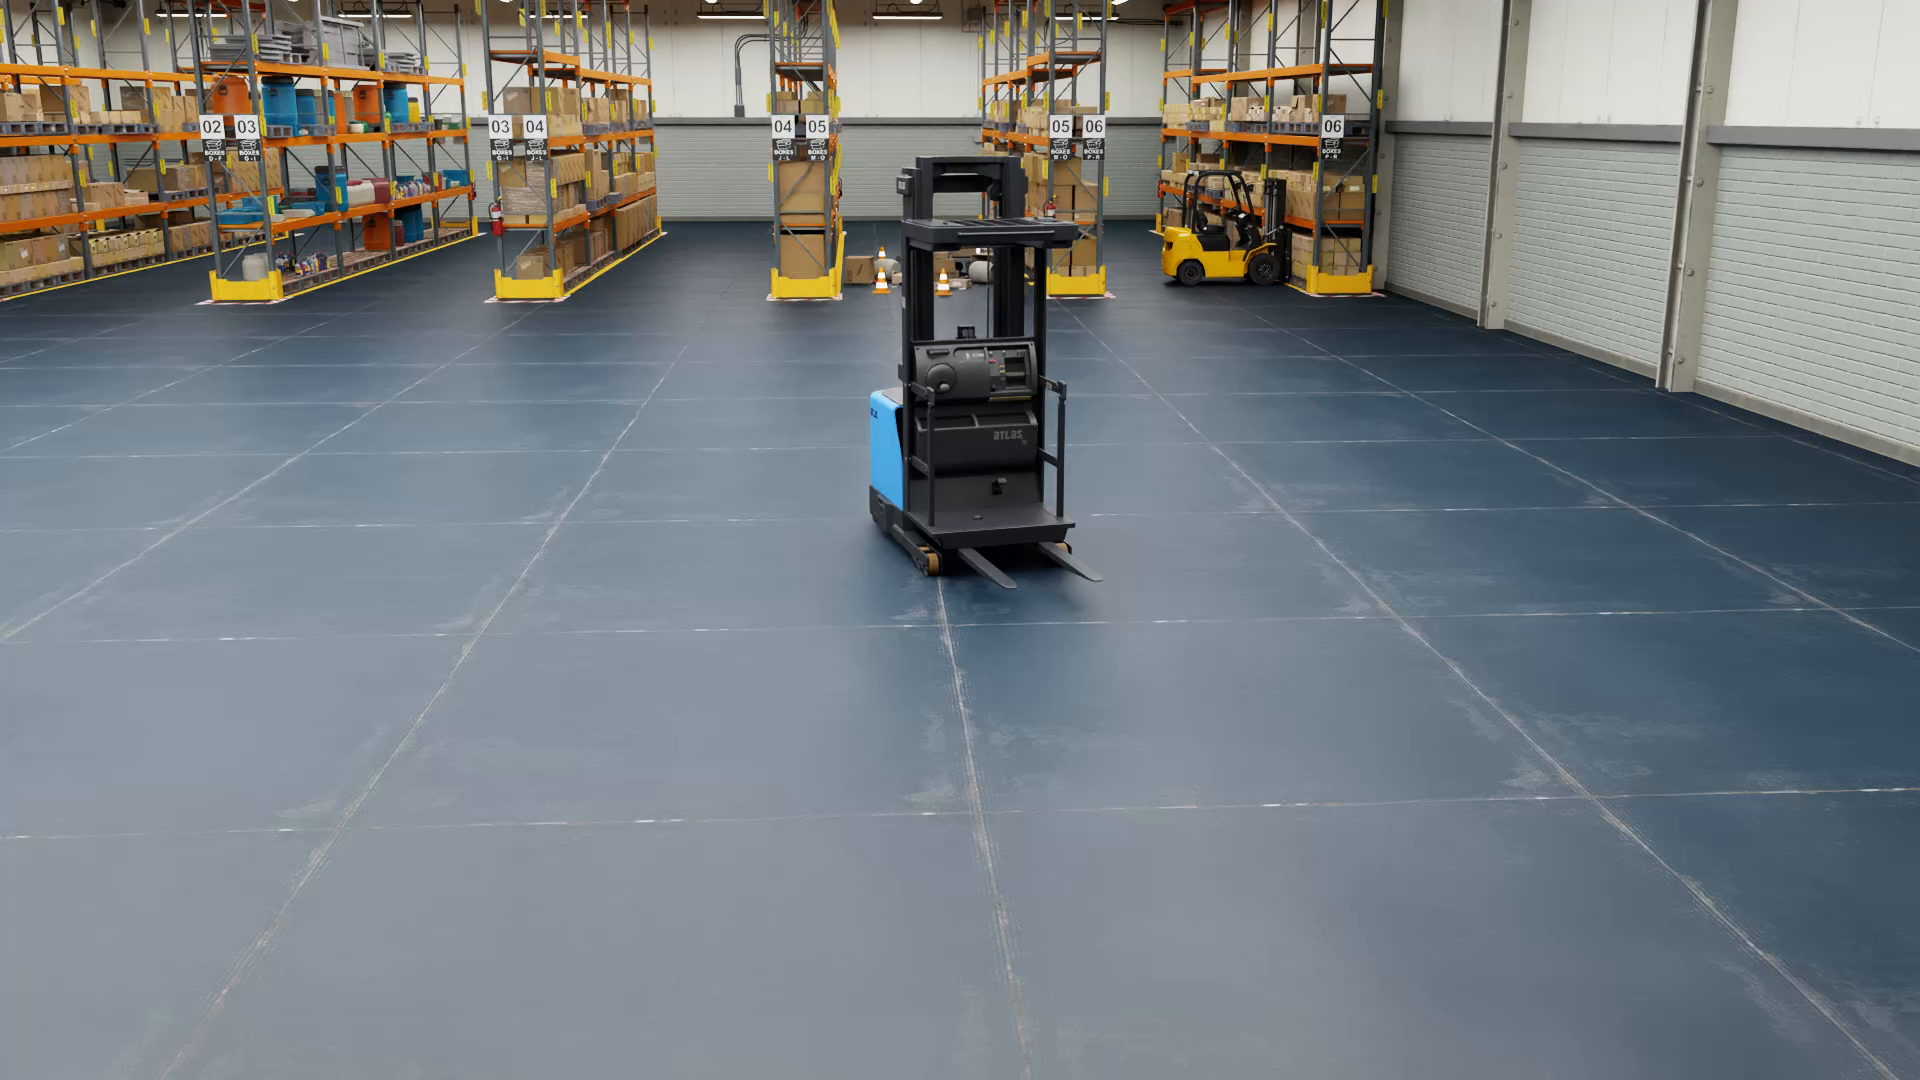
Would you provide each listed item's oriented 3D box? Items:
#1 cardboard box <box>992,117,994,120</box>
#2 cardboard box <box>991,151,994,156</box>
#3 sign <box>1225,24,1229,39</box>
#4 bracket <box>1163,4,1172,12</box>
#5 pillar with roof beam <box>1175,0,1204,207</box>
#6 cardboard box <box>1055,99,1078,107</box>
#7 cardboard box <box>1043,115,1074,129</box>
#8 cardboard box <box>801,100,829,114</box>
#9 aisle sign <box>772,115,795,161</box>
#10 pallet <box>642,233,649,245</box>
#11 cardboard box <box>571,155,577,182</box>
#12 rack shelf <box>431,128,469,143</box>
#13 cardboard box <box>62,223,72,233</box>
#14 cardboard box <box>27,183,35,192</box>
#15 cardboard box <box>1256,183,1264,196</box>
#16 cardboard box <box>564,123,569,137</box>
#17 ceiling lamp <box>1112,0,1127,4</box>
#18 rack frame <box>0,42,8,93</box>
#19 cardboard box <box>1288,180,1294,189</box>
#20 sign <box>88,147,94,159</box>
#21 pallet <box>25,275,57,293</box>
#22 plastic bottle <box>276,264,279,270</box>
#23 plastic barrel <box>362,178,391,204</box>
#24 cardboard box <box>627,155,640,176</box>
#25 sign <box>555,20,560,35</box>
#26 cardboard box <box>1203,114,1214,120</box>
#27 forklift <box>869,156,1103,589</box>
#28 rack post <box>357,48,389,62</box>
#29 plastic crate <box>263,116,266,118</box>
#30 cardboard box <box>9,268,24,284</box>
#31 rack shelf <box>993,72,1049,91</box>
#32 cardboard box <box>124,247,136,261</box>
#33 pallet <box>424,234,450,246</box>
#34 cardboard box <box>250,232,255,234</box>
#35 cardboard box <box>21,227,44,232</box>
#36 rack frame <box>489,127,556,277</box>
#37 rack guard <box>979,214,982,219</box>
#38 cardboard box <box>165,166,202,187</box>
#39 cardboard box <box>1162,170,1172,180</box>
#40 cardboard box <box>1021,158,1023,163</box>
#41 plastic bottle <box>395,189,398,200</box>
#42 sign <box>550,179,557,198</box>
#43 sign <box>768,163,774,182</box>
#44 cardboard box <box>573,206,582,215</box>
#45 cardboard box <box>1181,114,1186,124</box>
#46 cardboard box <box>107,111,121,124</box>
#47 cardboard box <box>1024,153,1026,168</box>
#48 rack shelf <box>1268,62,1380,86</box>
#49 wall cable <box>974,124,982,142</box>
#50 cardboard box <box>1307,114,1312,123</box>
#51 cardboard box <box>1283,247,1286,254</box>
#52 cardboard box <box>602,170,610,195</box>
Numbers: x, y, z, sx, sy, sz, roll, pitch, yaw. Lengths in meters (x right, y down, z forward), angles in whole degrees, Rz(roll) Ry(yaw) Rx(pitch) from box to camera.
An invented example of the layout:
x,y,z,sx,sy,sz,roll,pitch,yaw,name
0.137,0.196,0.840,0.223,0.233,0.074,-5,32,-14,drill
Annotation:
x,y,z,sx,sy,sz,roll,pitch,yaw,name
0.997,-10.775,42.089,0.396,0.266,0.258,0,14,-2,cardboard box
1.051,-9.627,42.215,0.500,0.500,0.500,-1,14,-4,cardboard box
6.016,-11.449,37.432,0.100,0.325,0.005,-1,14,-3,sign
6.267,-16.074,50.216,0.235,0.232,0.430,-1,14,-3,bracket
2.497,-13.577,47.735,9.100,9.000,0.548,-1,14,-3,pillar with roof beam
2.174,-9.092,34.781,0.500,0.250,0.500,-1,14,-5,cardboard box
1.798,-7.644,30.400,0.500,0.250,0.500,-1,14,-4,cardboard box
-2.609,-7.795,29.944,0.500,0.250,0.500,-1,14,-4,cardboard box
-3.130,-7.132,29.509,0.394,0.787,0.004,-1,14,-3,aisle sign
-8.504,-7.668,42.406,1.003,0.211,1.213,-1,14,-3,pallet
-7.675,-7.159,32.026,0.500,0.500,0.500,-1,14,-3,cardboard box
-13.603,-10.353,42.670,1.077,0.370,4.000,-1,14,-3,rack shelf
-23.409,-8.164,42.912,0.700,0.500,0.500,-1,14,-5,cardboard box
-17.600,-6.603,31.168,0.380,0.149,0.250,0,14,-2,cardboard box
6.519,-7.357,34.897,0.500,0.250,0.500,-1,14,-5,cardboard box
-7.666,-7.728,31.325,0.500,0.250,0.500,0,14,-2,cardboard box
4.168,-14.549,39.797,0.800,3.185,2.000,-1,14,-3,ceiling lamp
-23.367,-11.504,39.679,1.000,3.000,0.127,-1,14,-3,rack frame
6.638,-6.964,32.569,0.380,0.149,0.250,-1,14,-5,cardboard box
-23.072,-10.274,44.139,0.100,0.325,0.005,-1,14,-3,sign
-17.841,-4.834,31.389,1.003,0.211,1.213,-1,14,-3,pallet
-13.180,-5.227,32.054,0.097,0.201,0.097,0,14,0,plastic bottle
-12.900,-7.712,36.708,0.600,0.536,0.708,-1,14,-3,plastic barrel
-8.310,-9.386,41.685,0.500,0.500,0.500,-1,14,-3,cardboard box
-8.841,-11.258,36.532,0.100,0.325,0.005,-1,14,-3,sign
6.052,-10.179,40.010,0.380,0.149,0.250,-1,14,-2,cardboard box
0.185,-1.271,12.085,1.130,2.935,3.031,-4,15,-17,forklift
-13.317,-10.805,37.115,0.954,0.300,0.937,-1,14,-3,rack post
-13.154,-7.682,30.875,0.392,0.384,0.575,-1,14,-3,plastic crate
-17.525,-4.825,30.434,0.500,0.250,0.500,-1,14,-3,cardboard box
1.479,-10.847,39.372,1.077,0.370,4.000,-1,14,-3,rack shelf
-17.801,-6.045,35.176,0.500,0.250,0.500,-1,14,-2,cardboard box
-13.563,-7.584,42.077,1.003,0.211,1.213,-1,14,-3,pallet
-18.545,-8.147,42.800,0.797,0.503,0.637,-1,14,-3,cardboard box
-23.311,-7.779,41.415,0.700,0.500,0.500,-1,14,-3,cardboard box
-7.792,-5.844,29.719,1.000,3.000,0.127,-1,14,-3,rack frame
1.106,-8.771,46.114,1.175,0.500,0.348,-1,14,-3,rack guard
-18.511,-8.637,39.531,0.700,0.500,0.500,1,14,5,cardboard box
5.821,-10.008,45.608,0.500,0.250,0.500,-1,14,-3,cardboard box
1.501,-8.052,35.359,0.380,0.149,0.250,-2,15,-6,cardboard box
-12.964,-7.925,38.055,0.152,0.276,0.135,-1,14,-3,plastic bottle
-7.250,-6.271,29.644,0.100,0.325,0.005,-1,14,-3,sign
-3.378,-6.566,29.726,0.100,0.325,0.005,-1,14,-3,sign
-7.645,-6.482,32.704,0.380,0.149,0.250,-1,14,-3,cardboard box
5.987,-10.828,42.775,0.500,0.250,0.500,-1,14,-5,cardboard box
-18.016,-8.880,34.959,0.500,0.250,0.500,-1,14,-5,cardboard box
1.662,-7.556,33.568,0.700,0.500,0.500,-1,14,-4,cardboard box
6.929,-8.935,31.940,1.077,0.370,4.000,-1,14,-3,rack shelf
0.735,-11.885,51.098,0.585,1.953,0.123,-1,14,-3,wall cable
6.698,-7.859,30.991,0.380,0.149,0.250,-1,14,-5,cardboard box
6.610,-5.682,32.762,0.500,0.250,0.500,-1,14,-4,cardboard box
-8.080,-7.814,36.334,0.700,0.500,0.500,1,14,5,cardboard box
